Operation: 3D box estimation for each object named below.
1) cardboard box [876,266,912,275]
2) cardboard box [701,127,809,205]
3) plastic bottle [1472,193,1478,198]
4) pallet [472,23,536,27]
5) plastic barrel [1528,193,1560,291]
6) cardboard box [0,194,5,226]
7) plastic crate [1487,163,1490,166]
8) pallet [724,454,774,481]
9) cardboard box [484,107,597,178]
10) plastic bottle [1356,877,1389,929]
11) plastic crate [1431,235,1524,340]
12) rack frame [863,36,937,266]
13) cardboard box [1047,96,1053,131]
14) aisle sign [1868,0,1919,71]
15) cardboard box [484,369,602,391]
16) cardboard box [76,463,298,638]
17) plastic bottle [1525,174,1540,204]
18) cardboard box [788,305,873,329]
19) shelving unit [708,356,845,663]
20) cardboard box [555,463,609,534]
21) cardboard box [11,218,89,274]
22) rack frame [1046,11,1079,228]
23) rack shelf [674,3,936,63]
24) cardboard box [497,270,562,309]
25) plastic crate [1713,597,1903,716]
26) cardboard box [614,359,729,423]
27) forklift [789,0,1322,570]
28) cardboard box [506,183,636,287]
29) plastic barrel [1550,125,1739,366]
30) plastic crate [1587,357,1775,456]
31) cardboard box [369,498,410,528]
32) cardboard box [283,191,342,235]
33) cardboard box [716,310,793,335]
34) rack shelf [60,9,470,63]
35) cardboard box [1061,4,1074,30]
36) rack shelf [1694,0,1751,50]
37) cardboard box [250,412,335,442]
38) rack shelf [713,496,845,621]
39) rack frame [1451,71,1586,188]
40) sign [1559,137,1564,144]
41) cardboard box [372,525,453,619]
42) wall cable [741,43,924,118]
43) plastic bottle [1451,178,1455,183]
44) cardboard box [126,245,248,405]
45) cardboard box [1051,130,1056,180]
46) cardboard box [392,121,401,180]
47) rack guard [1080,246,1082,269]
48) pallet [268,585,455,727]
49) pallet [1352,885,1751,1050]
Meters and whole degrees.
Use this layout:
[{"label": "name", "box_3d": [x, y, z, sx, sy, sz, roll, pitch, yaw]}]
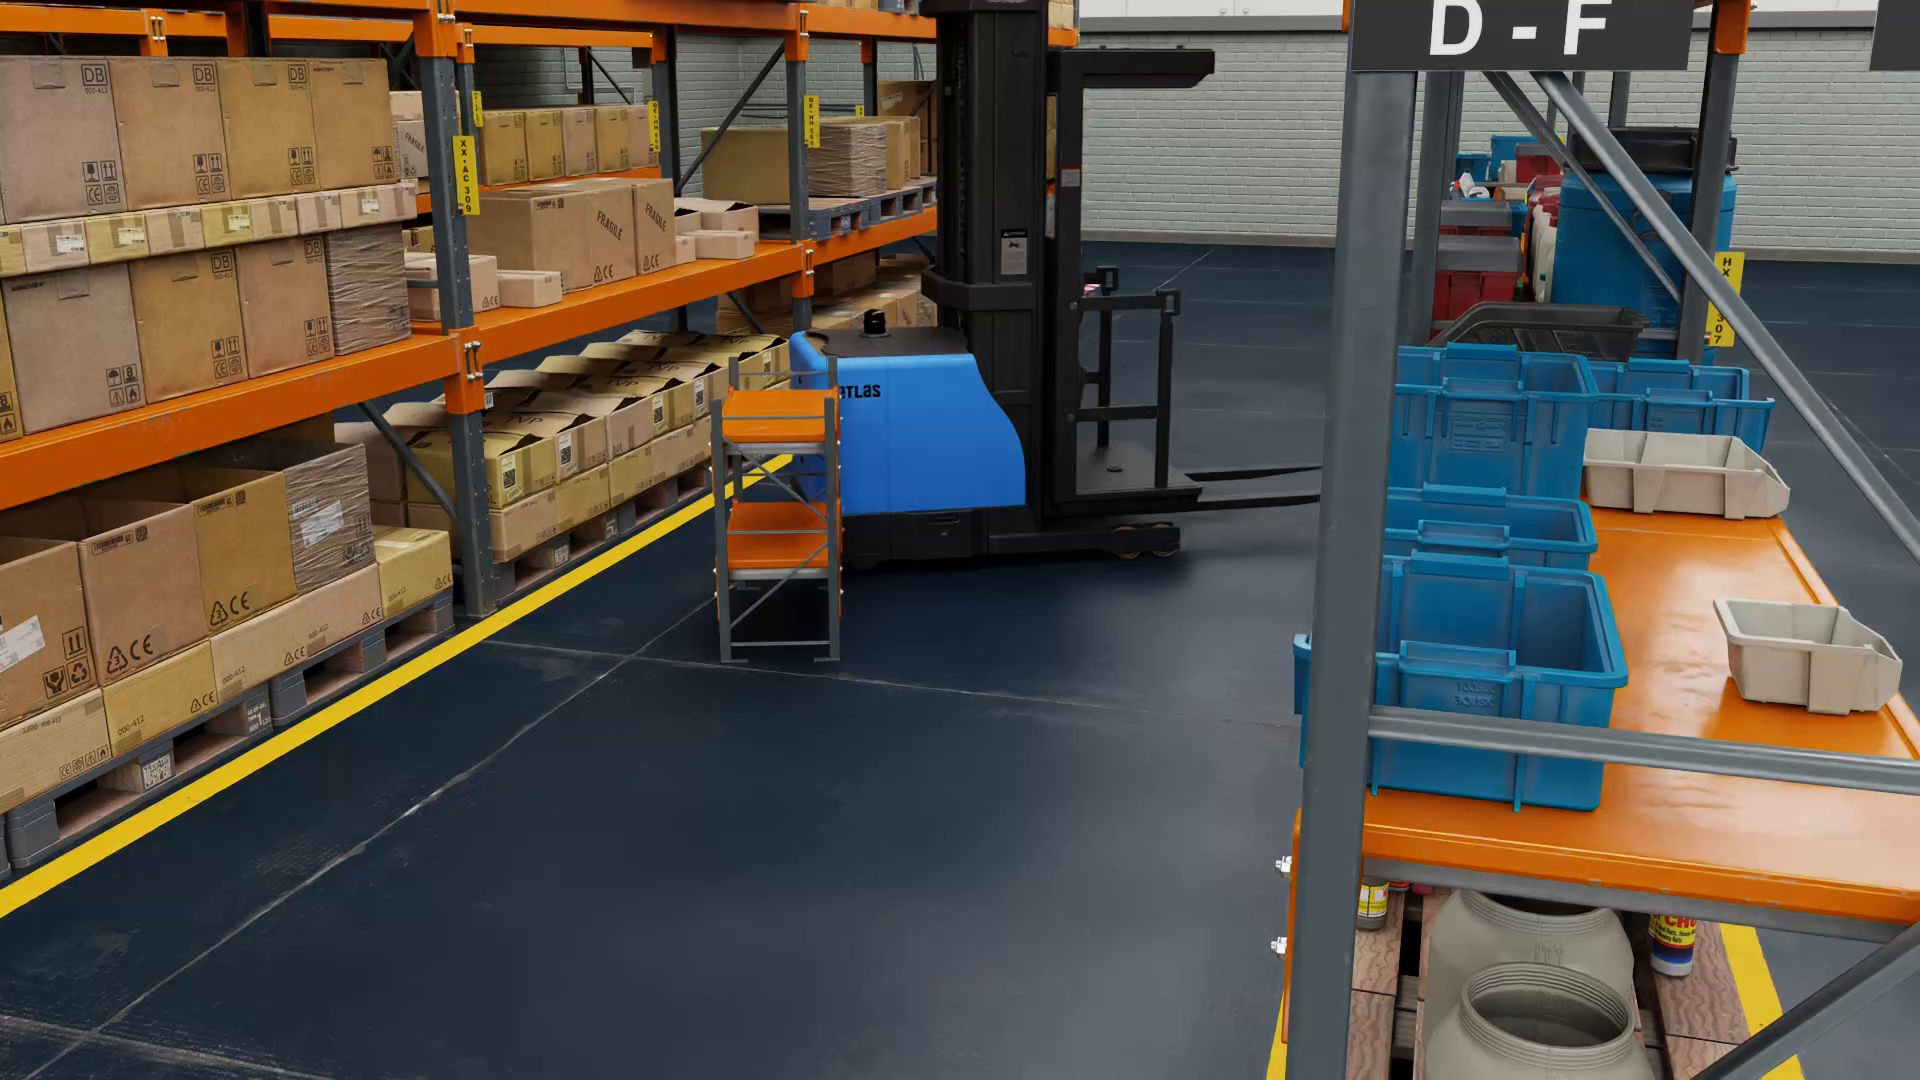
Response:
[{"label": "cardboard box", "box_3d": [-0.722, -2.127, 14.605, 0.500, 0.500, 0.500, 4, 16, 13]}, {"label": "cardboard box", "box_3d": [-1.417, -2.603, 11.555, 0.700, 0.500, 0.500, -1, 16, -3]}, {"label": "plastic bottle", "box_3d": [3.595, -2.294, 11.655, 0.097, 0.271, 0.097, 0, 16, 0]}, {"label": "pallet", "box_3d": [-4.510, -5.540, 17.531, 1.003, 0.211, 1.213, 5, 16, 16]}, {"label": "plastic barrel", "box_3d": [3.053, -1.452, 8.246, 0.421, 0.512, 0.421, 0, 16, 0]}, {"label": "cardboard box", "box_3d": [-3.315, -1.163, 4.872, 0.700, 0.500, 0.500, 5, 16, 16]}, {"label": "plastic crate", "box_3d": [4.688, -3.373, 15.421, 0.416, 0.233, 0.300, 5, 16, 16]}, {"label": "pallet", "box_3d": [-1.759, -0.625, 10.646, 1.003, 0.211, 1.213, 5, 16, 16]}, {"label": "cardboard box", "box_3d": [-4.522, -4.275, 17.855, 0.980, 0.700, 0.700, 4, 16, 13]}, {"label": "plastic bottle", "box_3d": [1.088, 0.919, 4.413, 0.097, 0.201, 0.097, 0, 16, 0]}, {"label": "plastic crate", "box_3d": [1.968, -0.929, 6.489, 0.402, 0.464, 0.583, 5, 16, 16]}, {"label": "rack frame", "box_3d": [-0.351, -3.225, 14.704, 1.000, 3.000, 0.127, 5, 16, 16]}, {"label": "cardboard box", "box_3d": [0.637, -4.395, 16.812, 0.500, 0.500, 0.500, 5, 17, 17]}, {"label": "aisle sign", "box_3d": [1.247, -0.910, 1.776, 0.394, 0.787, 0.004, 5, 16, 16]}, {"label": "cardboard box", "box_3d": [-2.352, -0.808, 9.422, 0.500, 0.311, 0.500, 4, 16, 15]}, {"label": "cardboard box", "box_3d": [-2.839, 0.027, 6.133, 0.500, 0.500, 0.500, 5, 16, 16]}, {"label": "plastic bottle", "box_3d": [4.311, -2.562, 12.455, 0.144, 0.351, 0.185, 5, 16, 16]}, {"label": "cardboard box", "box_3d": [-0.941, -1.422, 12.122, 0.500, 0.500, 0.500, 4, 16, 14]}, {"label": "shelving unit", "box_3d": [-0.789, -0.169, 7.364, 0.538, 1.125, 1.048, -1, 16, -3]}, {"label": "cardboard box", "box_3d": [-2.126, -0.232, 8.418, 0.500, 0.250, 0.500, 5, 17, 17]}, {"label": "cardboard box", "box_3d": [-3.006, -0.934, 5.254, 0.380, 0.149, 0.250, 5, 17, 16]}, {"label": "rack frame", "box_3d": [0.786, -4.272, 18.393, 1.000, 3.000, 0.127, 5, 16, 16]}, {"label": "rack shelf", "box_3d": [-0.919, -3.799, 12.548, 1.077, 0.370, 4.000, 5, 16, 16]}, {"label": "cardboard box", "box_3d": [-2.177, -1.228, 8.121, 0.380, 0.149, 0.250, 5, 16, 16]}, {"label": "plastic crate", "box_3d": [1.550, 0.217, 3.051, 0.298, 0.136, 0.250, 5, 16, 16]}, {"label": "cardboard box", "box_3d": [-1.688, -0.903, 9.759, 0.500, 0.311, 0.500, 5, 16, 16]}, {"label": "forklift", "box_3d": [0.657, -1.450, 8.571, 3.031, 2.935, 1.130, -3, 16, -12]}, {"label": "cardboard box", "box_3d": [-2.099, -1.649, 8.963, 0.500, 0.500, 0.500, 5, 16, 16]}, {"label": "plastic barrel", "box_3d": [2.524, -1.066, 6.172, 0.600, 0.901, 0.708, 5, 16, 16]}, {"label": "plastic crate", "box_3d": [2.069, -0.365, 4.892, 0.499, 0.251, 0.616, 5, 16, 16]}, {"label": "cardboard box", "box_3d": [-2.785, -0.143, 8.104, 0.500, 0.250, 0.500, 4, 16, 15]}, {"label": "cardboard box", "box_3d": [-2.641, -1.272, 6.444, 0.380, 0.149, 0.250, 4, 16, 14]}, {"label": "cardboard box", "box_3d": [-1.447, -1.451, 12.222, 0.500, 0.500, 0.500, 5, 17, 18]}, {"label": "rack shelf", "box_3d": [-5.670, -4.182, 13.899, 1.077, 0.370, 4.000, 5, 16, 16]}, {"label": "cardboard box", "box_3d": [0.892, -5.488, 17.459, 0.500, 0.250, 0.500, 5, 16, 16]}, {"label": "rack shelf", "box_3d": [2.692, -2.368, 7.501, 1.077, 0.370, 4.000, 5, 16, 16]}, {"label": "cardboard box", "box_3d": [-3.057, -0.275, 7.198, 0.500, 0.500, 0.500, 5, 16, 16]}, {"label": "rack shelf", "box_3d": [-0.789, 0.066, 7.430, 0.538, 0.278, 1.000, -1, 16, -3]}, {"label": "rack frame", "box_3d": [4.397, -2.840, 13.346, 1.000, 3.000, 0.127, 5, 16, 16]}, {"label": "sign", "box_3d": [6.066, -3.927, 16.878, 0.100, 0.325, 0.005, 5, 16, 16]}, {"label": "cardboard box", "box_3d": [-2.547, 0.127, 7.155, 0.500, 0.250, 0.500, 5, 16, 16]}, {"label": "wall cable", "box_3d": [-2.015, -7.499, 24.469, 3.097, 2.526, 0.112, 5, 16, 16]}, {"label": "plastic bottle", "box_3d": [3.846, -2.686, 13.017, 0.061, 0.283, 0.133, 5, 16, 16]}, {"label": "cardboard box", "box_3d": [-3.035, -0.795, 5.950, 0.700, 0.500, 0.500, 5, 17, 17]}, {"label": "cardboard box", "box_3d": [0.775, -4.046, 17.413, 0.500, 0.500, 0.500, 5, 17, 16]}, {"label": "cardboard box", "box_3d": [-5.278, -3.404, 14.569, 0.500, 0.500, 0.500, 5, 16, 16]}, {"label": "rack guard", "box_3d": [0.764, -3.049, 18.664, 1.175, 0.500, 0.348, 5, 16, 16]}, {"label": "pallet", "box_3d": [-2.891, 0.414, 6.983, 1.003, 0.211, 1.213, 5, 16, 16]}, {"label": "pallet", "box_3d": [1.548, 1.087, 4.611, 1.003, 0.211, 1.213, 5, 16, 16]}]
